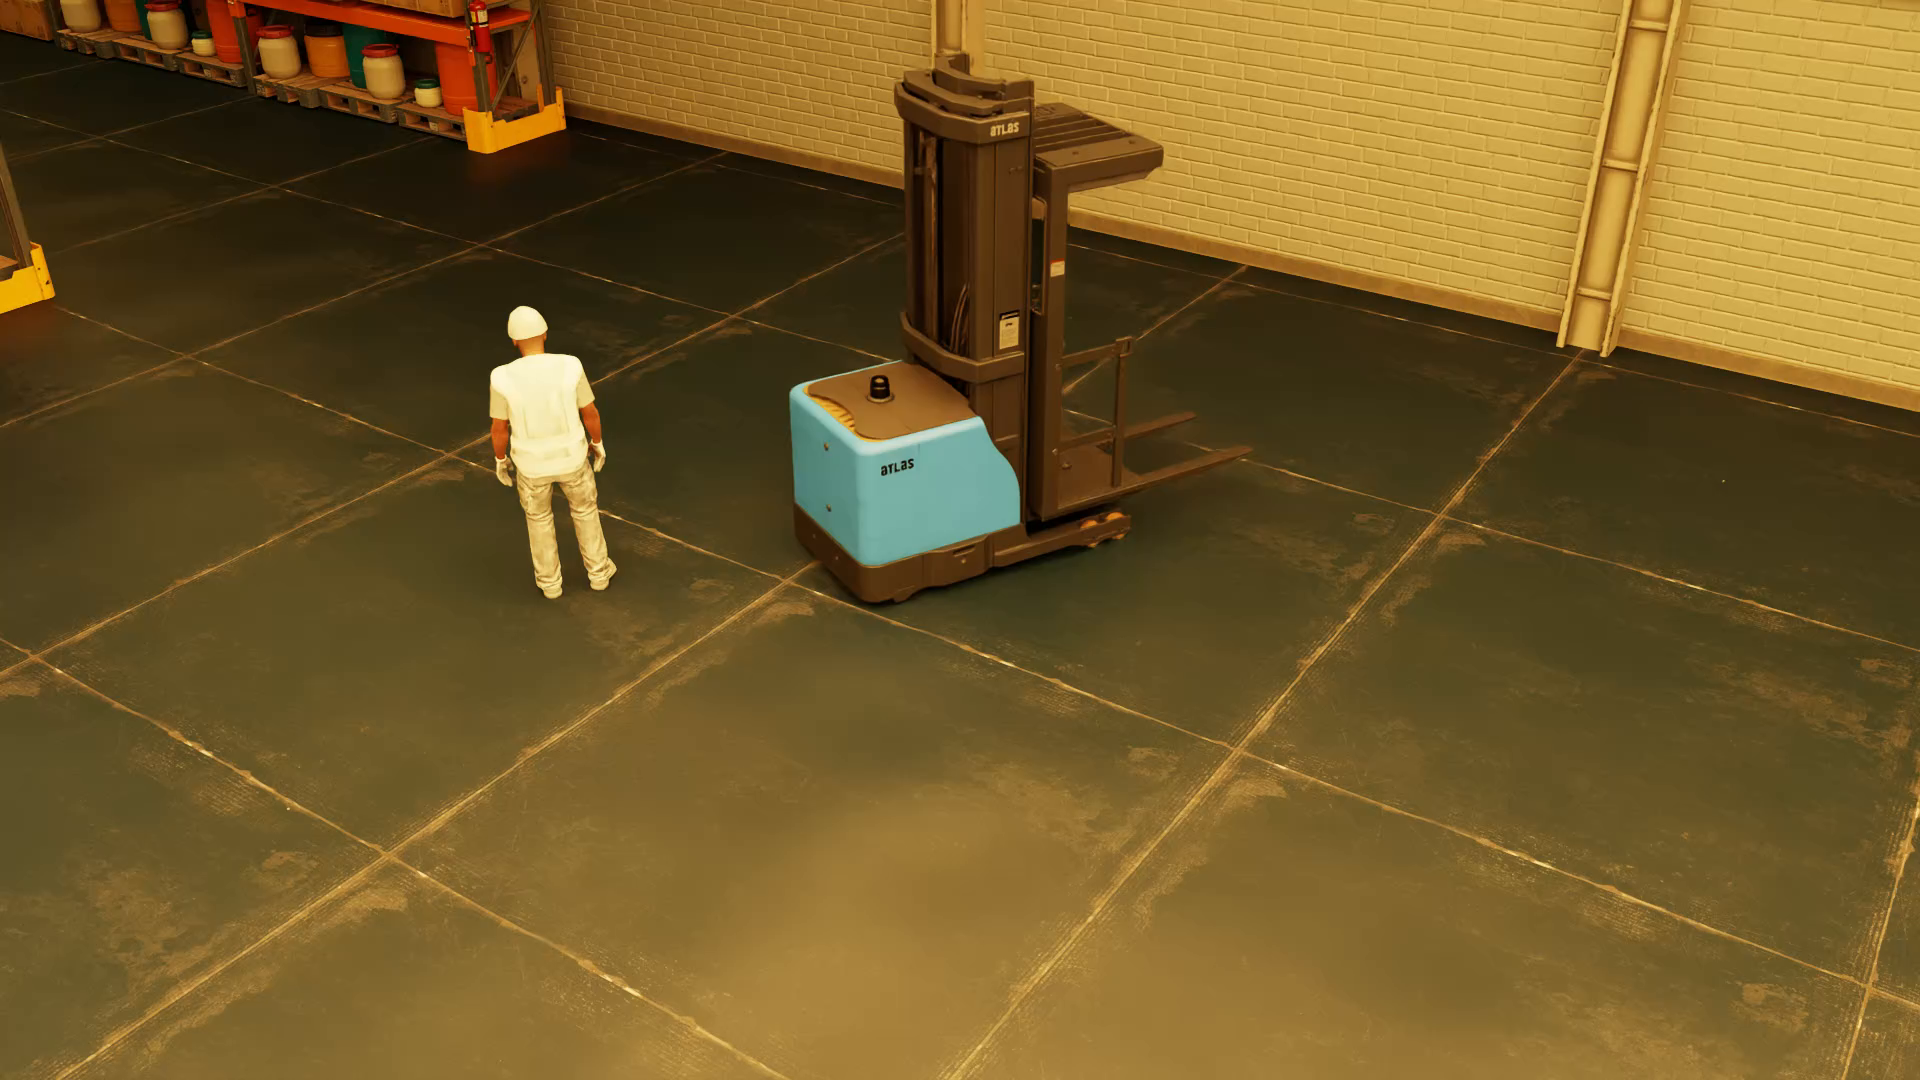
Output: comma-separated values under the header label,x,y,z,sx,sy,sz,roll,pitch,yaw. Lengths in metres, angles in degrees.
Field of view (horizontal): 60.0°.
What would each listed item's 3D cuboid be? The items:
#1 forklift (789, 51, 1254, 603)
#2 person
label,x,y,z,sx,sy,sz,roll,pitch,yaw
forklift,0.490,-1.435,10.052,3.031,2.935,1.130,-17,34,-26
person,-2.361,-0.488,9.580,0.624,1.773,0.451,-9,31,-15
